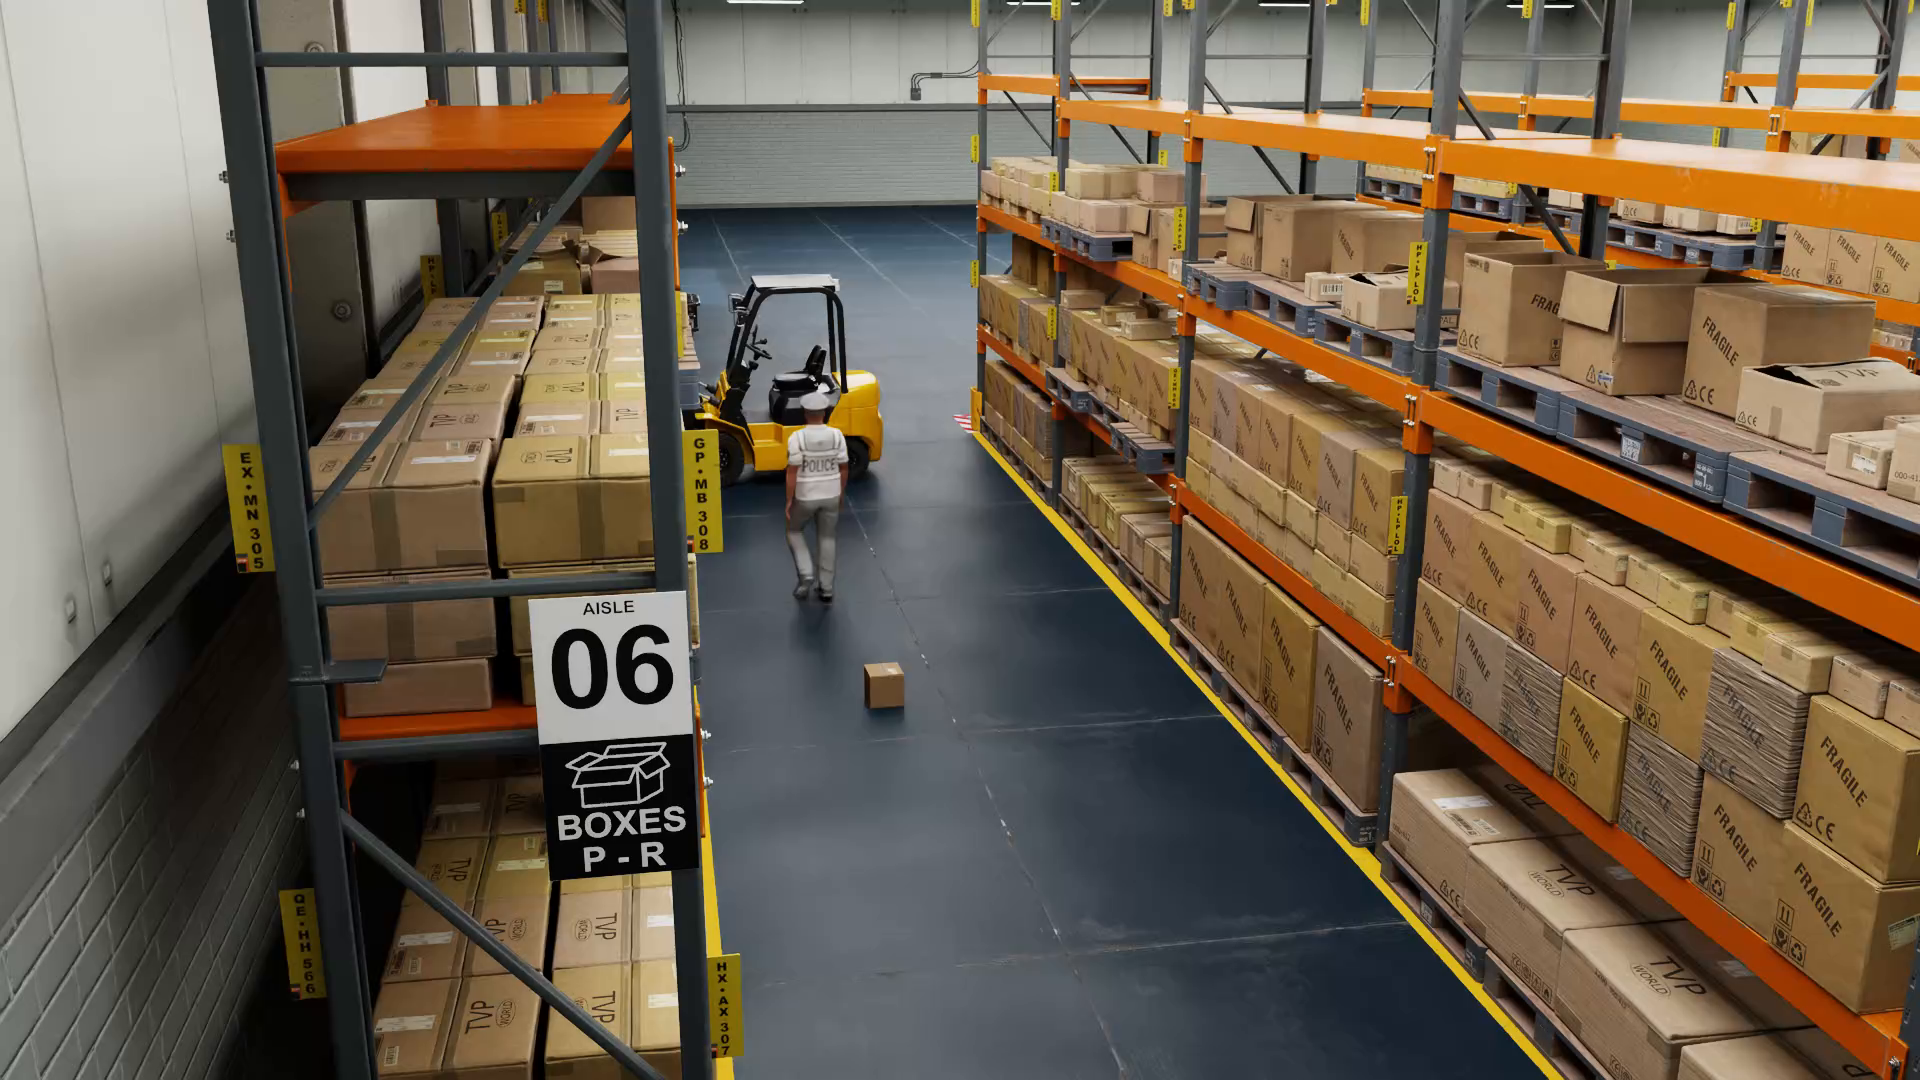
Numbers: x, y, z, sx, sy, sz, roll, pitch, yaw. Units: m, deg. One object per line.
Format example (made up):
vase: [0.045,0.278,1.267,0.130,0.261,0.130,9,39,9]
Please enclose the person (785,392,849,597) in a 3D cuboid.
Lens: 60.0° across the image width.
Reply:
person: [-1.244,-0.365,14.242,0.573,1.827,0.475,-5,17,-17]
